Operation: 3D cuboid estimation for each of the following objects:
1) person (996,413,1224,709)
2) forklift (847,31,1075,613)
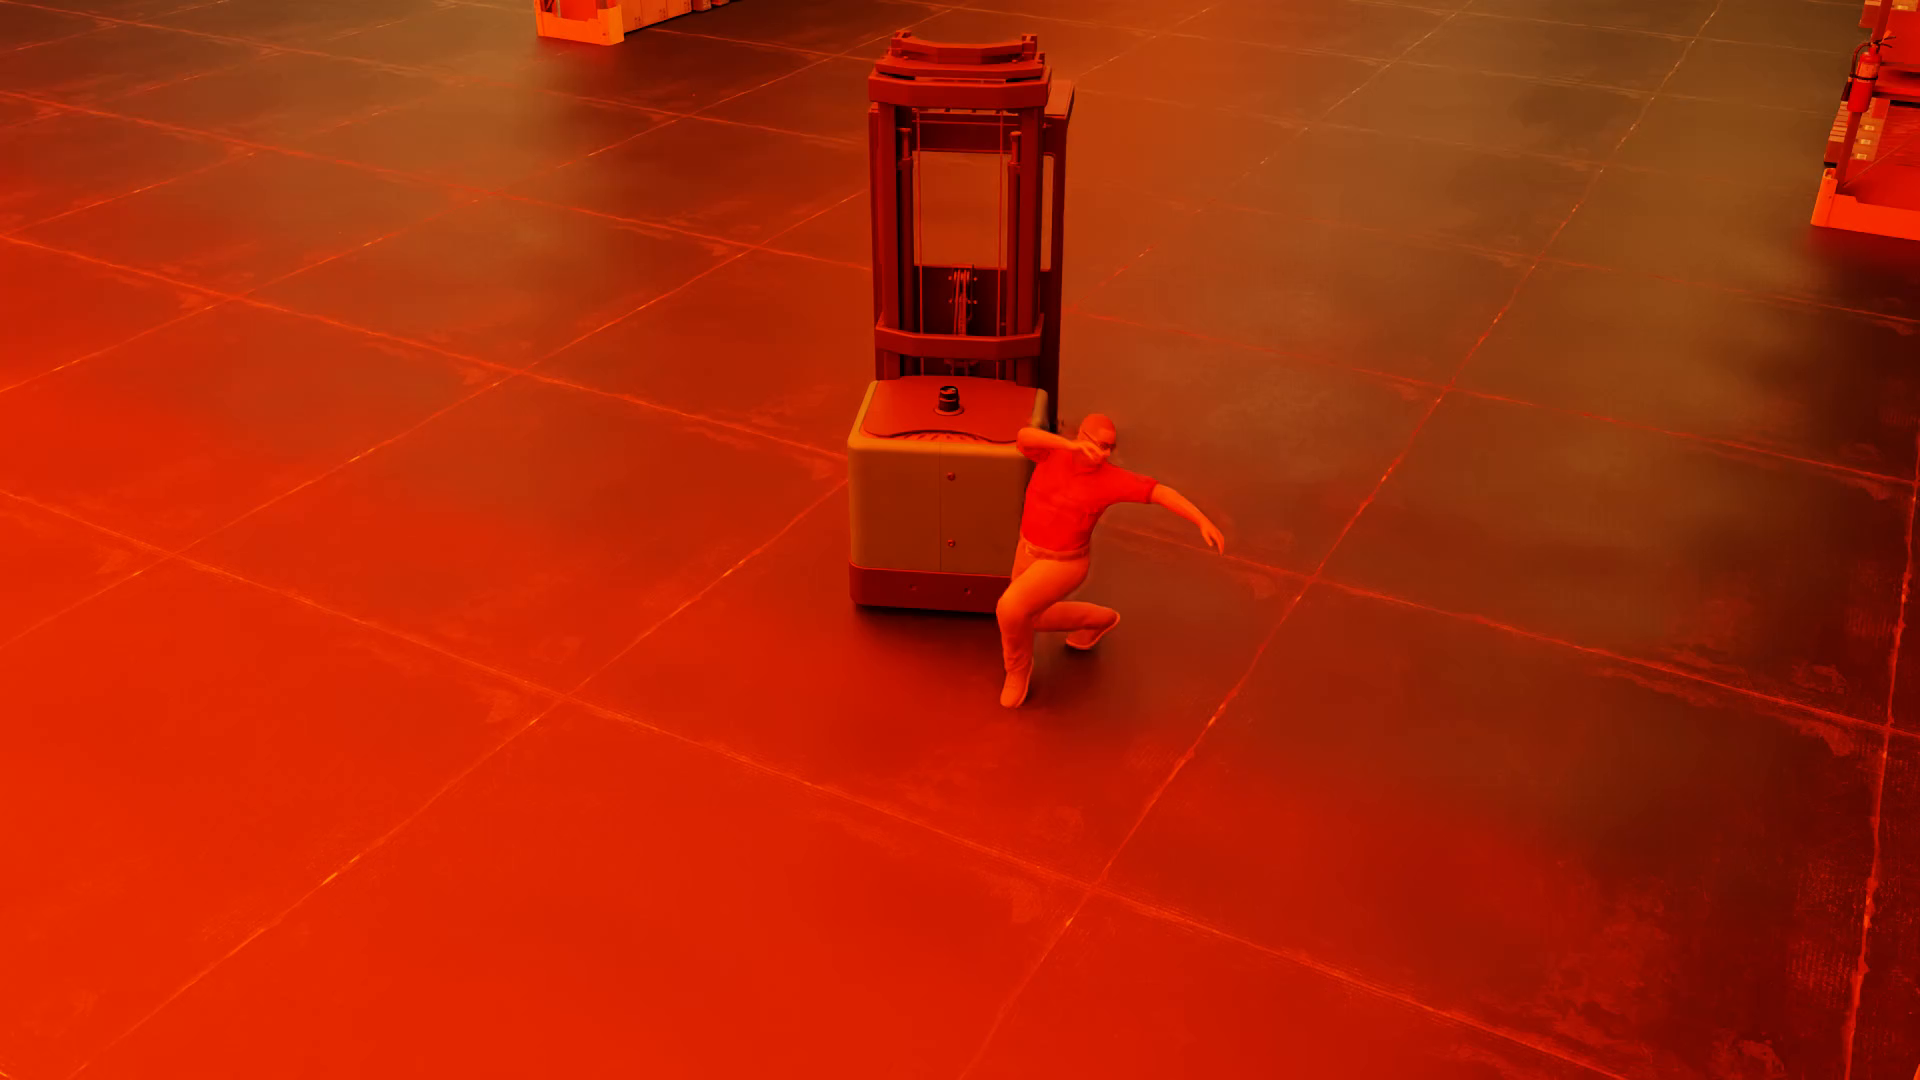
[{"bbox_3d":[0.678,0.156,8.333,1.029,1.459,0.920,26,39,37],"label":"person"},{"bbox_3d":[0.072,-1.572,9.794,1.130,2.935,3.031,3,30,6],"label":"forklift"}]
